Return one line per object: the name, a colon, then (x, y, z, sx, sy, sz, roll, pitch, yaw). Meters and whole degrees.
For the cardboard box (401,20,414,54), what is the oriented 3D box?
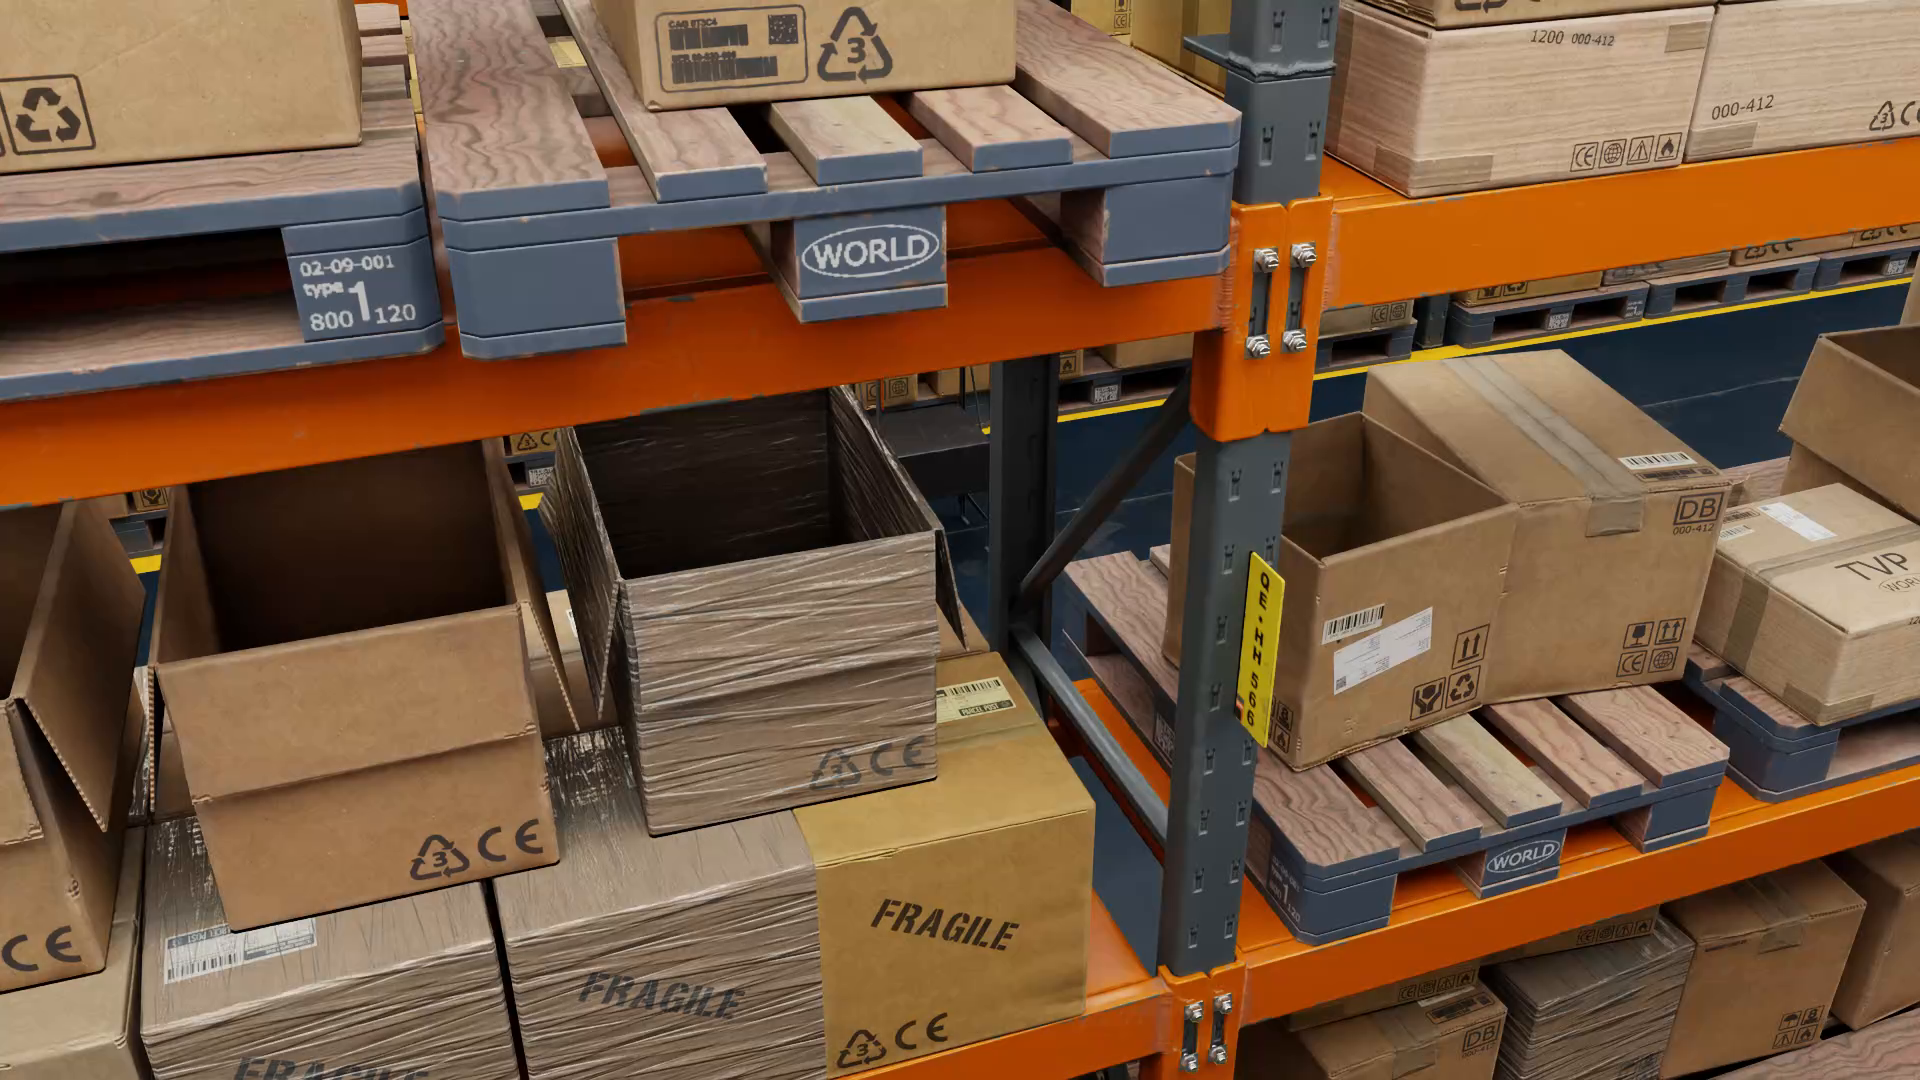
cardboard box: (-2.324, -2.143, 7.210, 0.250, 0.149, 0.380, -11, 31, -18)

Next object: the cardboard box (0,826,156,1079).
cardboard box: (-1.514, 0.848, 2.630, 0.500, 0.500, 0.500, -10, 31, -17)

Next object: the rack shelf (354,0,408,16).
rack shelf: (-5.036, -3.511, 11.108, 4.000, 0.370, 1.077, -10, 31, -18)

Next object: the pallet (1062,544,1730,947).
pallet: (0.925, 0.340, 3.816, 1.003, 0.211, 1.213, -10, 31, -18)

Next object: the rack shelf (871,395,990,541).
rack shelf: (-0.155, -0.264, 7.033, 0.480, 0.518, 0.431, -10, 31, -18)

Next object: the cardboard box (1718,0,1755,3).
cardboard box: (1.301, -1.182, 2.659, 0.500, 0.500, 0.500, -10, 31, -17)

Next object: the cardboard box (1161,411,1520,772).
cardboard box: (0.786, 0.092, 3.534, 0.500, 0.500, 0.500, -14, 33, -24)

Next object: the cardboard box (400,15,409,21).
cardboard box: (-3.838, -3.347, 11.817, 0.875, 0.875, 0.875, -11, 31, -18)

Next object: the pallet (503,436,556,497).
pallet: (-2.074, -0.543, 7.990, 1.213, 0.211, 1.003, -10, 31, -18)

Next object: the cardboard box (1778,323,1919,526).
cardboard box: (2.450, -0.146, 3.948, 0.637, 0.503, 0.797, -7, 30, -13)

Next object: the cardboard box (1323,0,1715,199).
cardboard box: (0.823, -0.772, 2.696, 0.500, 0.250, 0.500, -10, 31, -17)

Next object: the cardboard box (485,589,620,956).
cardboard box: (-0.739, 0.434, 3.357, 0.500, 0.500, 0.500, -11, 32, -19)

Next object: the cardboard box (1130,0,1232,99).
cardboard box: (0.654, -1.005, 3.104, 0.500, 0.250, 0.500, -10, 31, -18)

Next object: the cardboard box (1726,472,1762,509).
cardboard box: (1.763, -0.108, 4.120, 0.258, 0.266, 0.396, -11, 32, -19)

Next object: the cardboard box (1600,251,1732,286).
cardboard box: (3.865, -2.072, 9.579, 0.875, 0.875, 0.875, -10, 31, -17)

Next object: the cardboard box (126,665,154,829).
cardboard box: (-1.687, 0.609, 3.050, 0.500, 0.500, 0.500, -10, 31, -17)

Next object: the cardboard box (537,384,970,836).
cardboard box: (-0.397, 0.069, 2.985, 0.637, 0.503, 0.797, -9, 31, -16)

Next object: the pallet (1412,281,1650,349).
pallet: (3.148, -1.463, 9.605, 1.213, 0.211, 1.003, -10, 31, -18)

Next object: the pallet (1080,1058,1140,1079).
pallet: (1.027, 1.507, 4.392, 1.213, 0.211, 1.003, -10, 31, -18)

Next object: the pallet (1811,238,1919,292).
pallet: (5.435, -1.884, 10.344, 1.213, 0.211, 1.003, -10, 31, -18)

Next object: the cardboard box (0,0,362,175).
cardboard box: (-1.031, -0.771, 2.018, 0.500, 0.500, 0.500, -9, 31, -15)

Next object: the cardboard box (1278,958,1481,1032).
cardboard box: (0.911, 0.869, 4.018, 0.500, 0.250, 0.500, -9, 31, -16)

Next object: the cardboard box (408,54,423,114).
cardboard box: (-2.122, -1.836, 6.671, 0.250, 0.149, 0.380, -9, 31, -16)

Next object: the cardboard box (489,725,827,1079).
cardboard box: (-0.552, 0.670, 2.944, 0.500, 0.500, 0.500, -11, 31, -18)

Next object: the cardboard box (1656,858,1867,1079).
cardboard box: (1.959, 0.997, 4.551, 0.500, 0.500, 0.700, -8, 31, -13)

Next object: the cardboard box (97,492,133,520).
cardboard box: (-3.810, -0.392, 7.008, 0.500, 0.500, 0.500, -9, 31, -15)

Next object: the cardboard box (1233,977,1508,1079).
cardboard box: (0.915, 1.199, 4.195, 0.500, 0.500, 0.700, -12, 32, -20)

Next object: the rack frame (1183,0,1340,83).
rack frame: (0.294, -2.177, 1.981, 0.127, 3.000, 1.000, -10, 31, -18)

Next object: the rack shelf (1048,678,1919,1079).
rack shelf: (2.168, 0.397, 4.250, 4.000, 0.370, 1.077, -10, 31, -18)

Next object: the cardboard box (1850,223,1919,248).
cardboard box: (5.544, -2.382, 10.122, 0.875, 0.875, 0.875, -10, 31, -17)

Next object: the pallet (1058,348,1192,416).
pallet: (0.566, -0.987, 8.770, 1.213, 0.211, 1.003, -10, 31, -18)

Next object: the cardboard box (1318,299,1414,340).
cardboard box: (1.858, -1.636, 8.939, 0.750, 0.750, 1.050, -11, 31, -18)

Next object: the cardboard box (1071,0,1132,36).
cardboard box: (0.516, -2.706, 7.858, 0.500, 0.500, 0.700, -11, 31, -18)

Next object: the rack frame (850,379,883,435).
rack frame: (-0.384, -0.842, 6.606, 0.015, 2.100, 0.400, -10, 31, -18)

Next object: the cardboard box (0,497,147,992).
cardboard box: (-1.635, 0.299, 2.581, 0.637, 0.503, 0.797, -9, 31, -16)

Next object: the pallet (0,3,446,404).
pallet: (-1.338, -0.462, 2.191, 1.213, 0.211, 1.003, -9, 31, -15)

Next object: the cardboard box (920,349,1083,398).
cardboard box: (0.079, -1.310, 8.368, 0.750, 0.750, 1.050, -10, 31, -17)

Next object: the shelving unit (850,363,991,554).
shelving unit: (-0.155, -0.884, 6.680, 0.503, 2.100, 0.431, -10, 31, -18)

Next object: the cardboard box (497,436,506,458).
cardboard box: (-2.354, -0.663, 7.484, 0.500, 0.500, 0.500, -9, 31, -16)

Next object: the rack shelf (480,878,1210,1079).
rack shelf: (-1.581, 1.087, 3.038, 4.000, 0.370, 1.077, -10, 31, -18)
